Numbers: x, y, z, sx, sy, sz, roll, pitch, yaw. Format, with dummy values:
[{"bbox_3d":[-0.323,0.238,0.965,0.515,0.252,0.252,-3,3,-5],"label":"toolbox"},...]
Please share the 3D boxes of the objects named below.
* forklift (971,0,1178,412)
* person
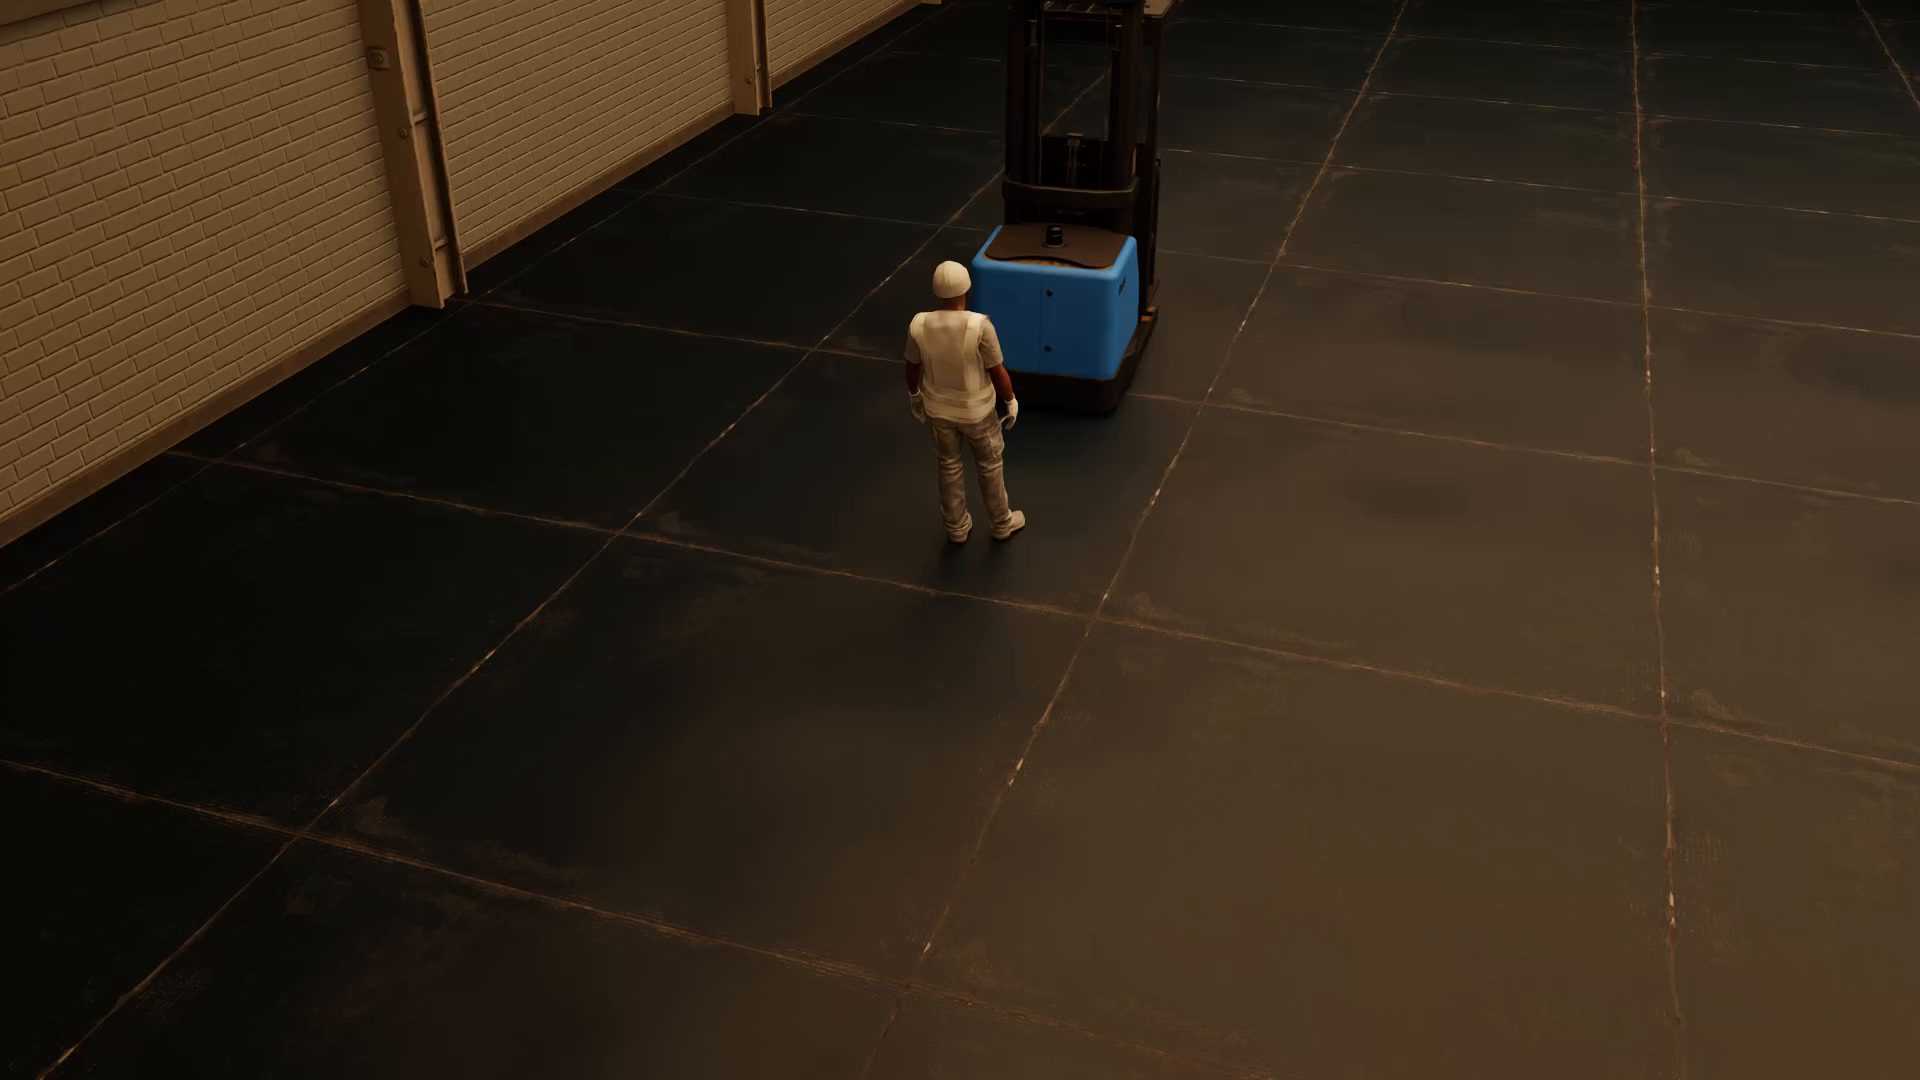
[{"bbox_3d":[0.930,-2.878,12.185,1.130,2.935,3.031,7,31,13],"label":"forklift"},{"bbox_3d":[0.032,-0.814,9.708,0.657,1.785,0.575,10,31,16],"label":"person"}]
